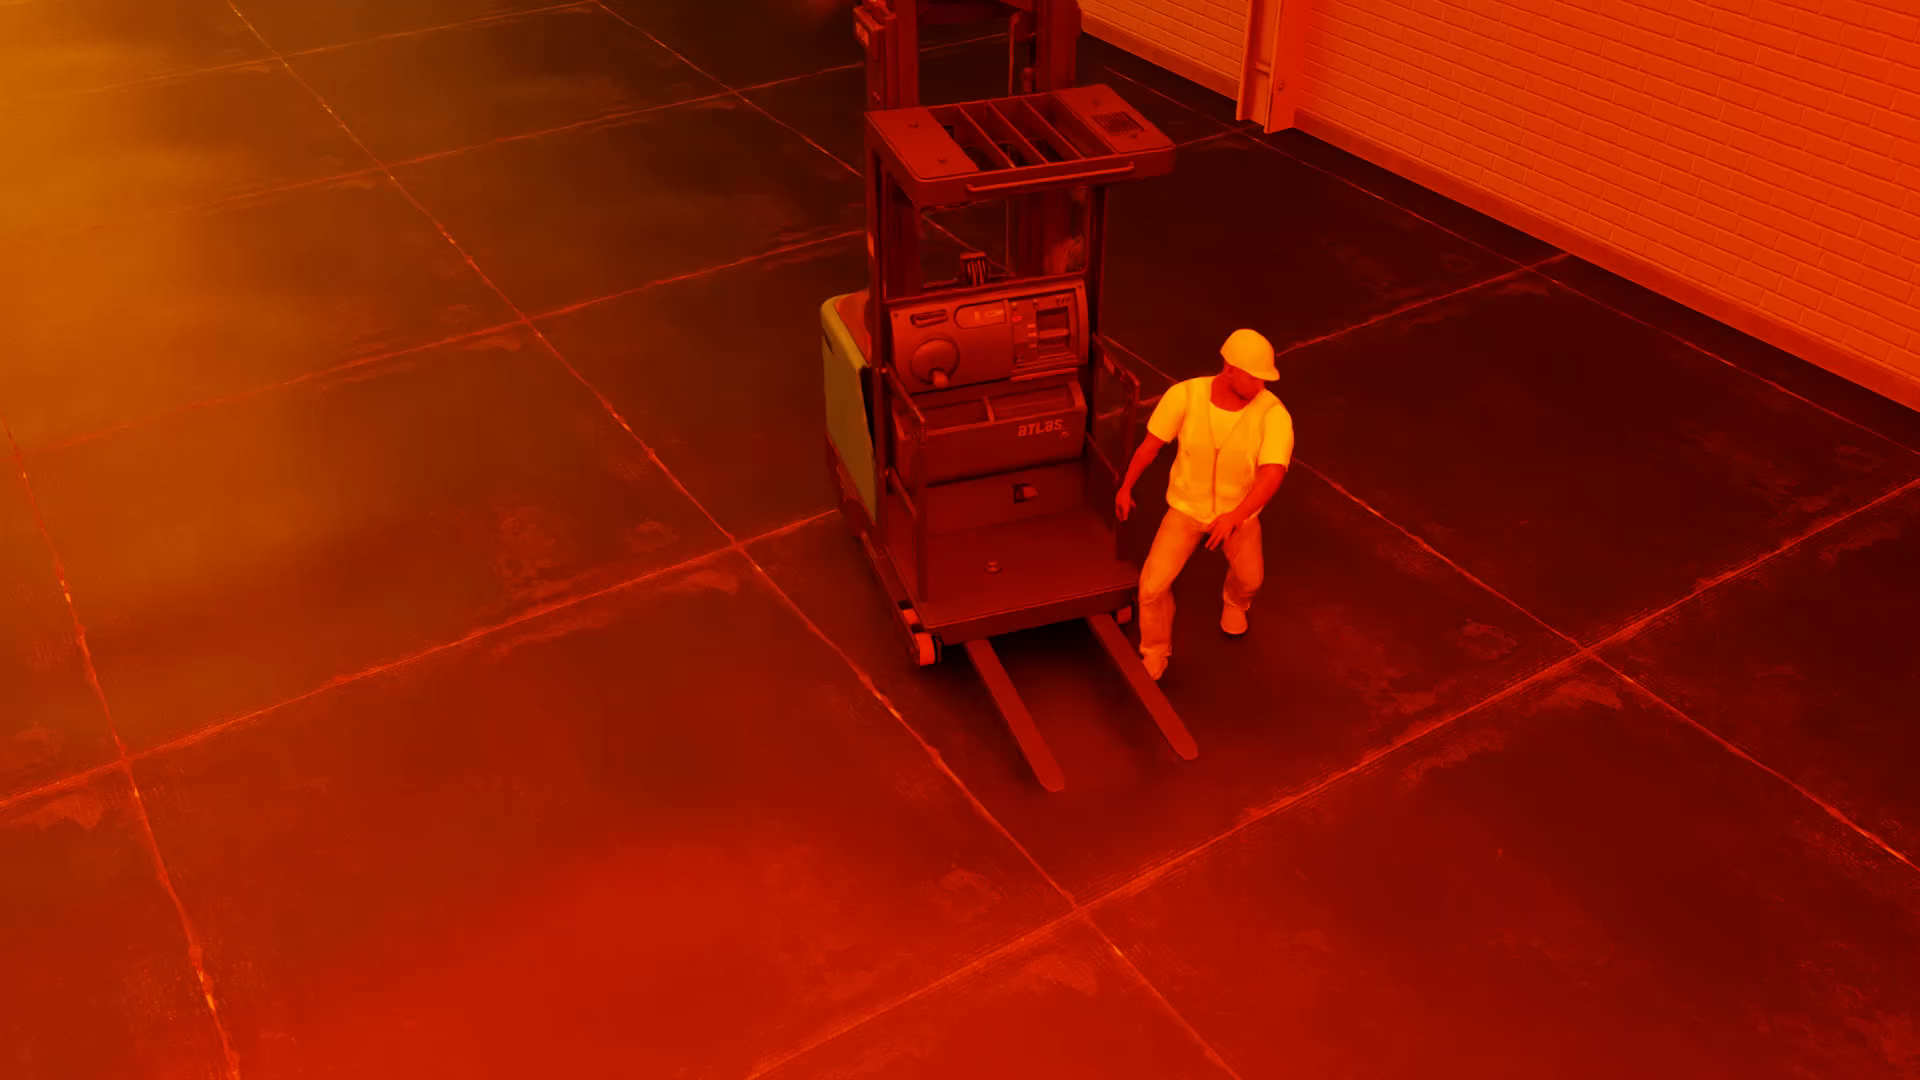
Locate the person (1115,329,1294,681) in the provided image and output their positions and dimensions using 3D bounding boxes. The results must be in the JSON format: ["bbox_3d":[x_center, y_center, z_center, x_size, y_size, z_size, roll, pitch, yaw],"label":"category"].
[{"bbox_3d":[1.071,-0.144,7.459,0.756,1.687,0.838,4,35,6],"label":"person"}]

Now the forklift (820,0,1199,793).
[{"bbox_3d":[0.210,-0.866,7.380,1.130,2.935,3.031,-11,37,-15],"label":"forklift"}]
